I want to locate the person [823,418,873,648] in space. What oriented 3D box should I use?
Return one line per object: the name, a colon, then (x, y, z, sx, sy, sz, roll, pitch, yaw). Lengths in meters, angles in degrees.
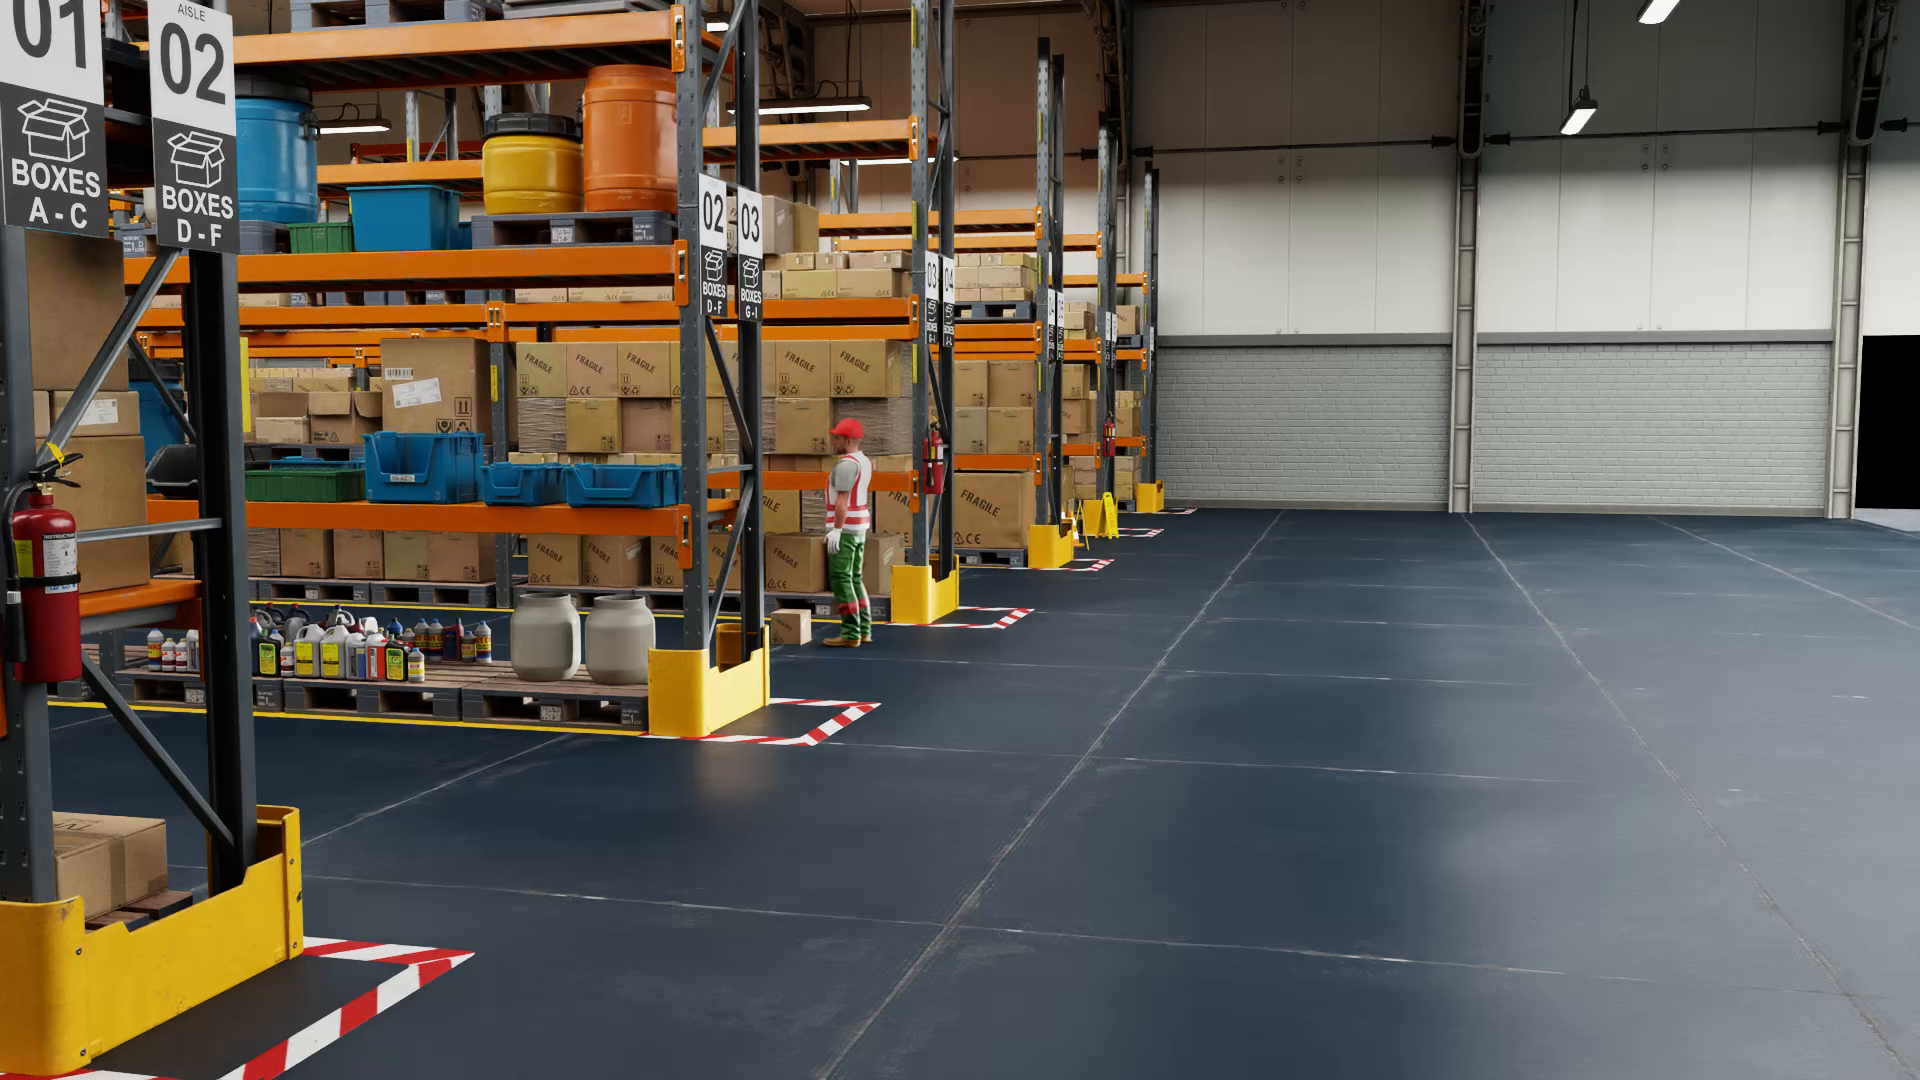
person: (-0.885, -0.054, 13.063, 0.341, 1.797, 0.524, 1, 5, 15)
